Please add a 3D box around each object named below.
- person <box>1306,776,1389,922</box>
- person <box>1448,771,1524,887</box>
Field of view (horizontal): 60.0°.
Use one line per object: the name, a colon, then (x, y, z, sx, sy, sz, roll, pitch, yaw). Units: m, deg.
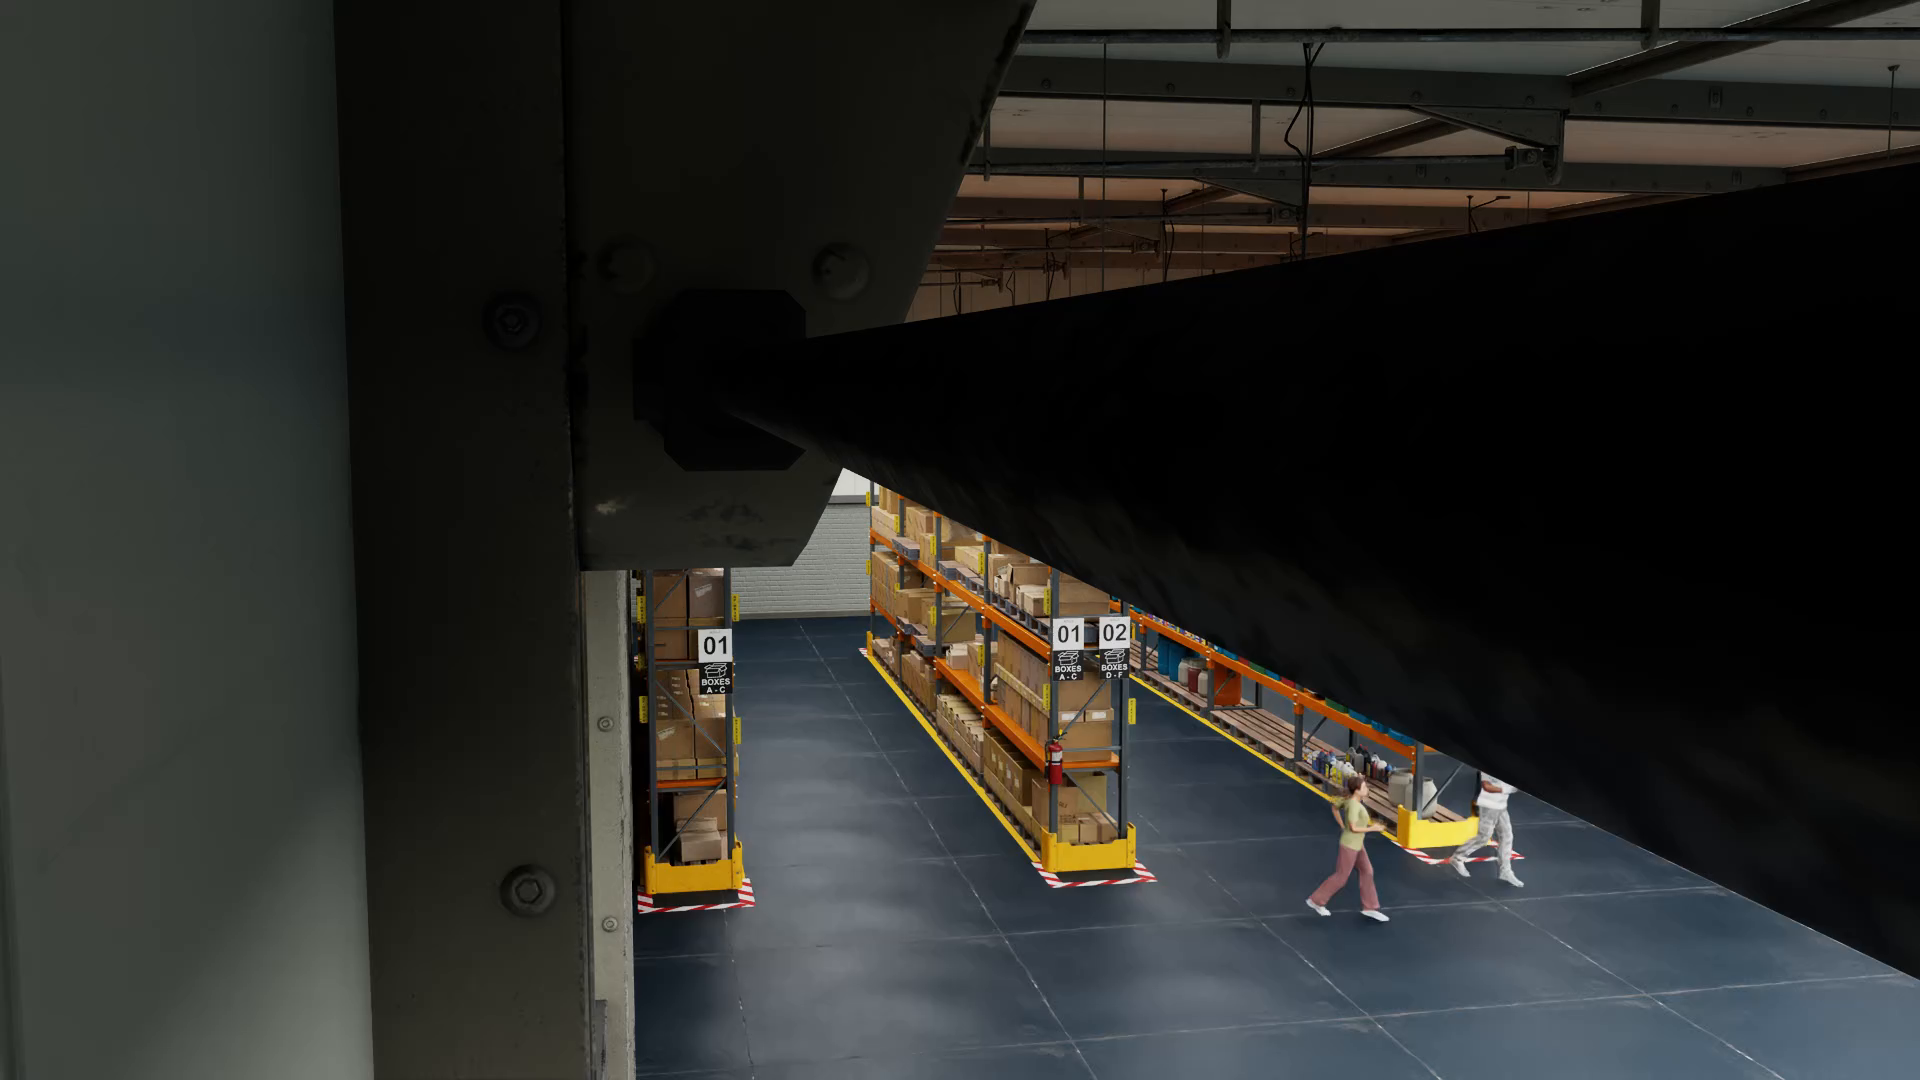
person: (4.430, 3.513, 18.940, 0.927, 1.682, 0.540, 1, 6, 14)
person: (6.531, 3.306, 20.464, 0.900, 1.803, 0.687, 4, 7, 33)
